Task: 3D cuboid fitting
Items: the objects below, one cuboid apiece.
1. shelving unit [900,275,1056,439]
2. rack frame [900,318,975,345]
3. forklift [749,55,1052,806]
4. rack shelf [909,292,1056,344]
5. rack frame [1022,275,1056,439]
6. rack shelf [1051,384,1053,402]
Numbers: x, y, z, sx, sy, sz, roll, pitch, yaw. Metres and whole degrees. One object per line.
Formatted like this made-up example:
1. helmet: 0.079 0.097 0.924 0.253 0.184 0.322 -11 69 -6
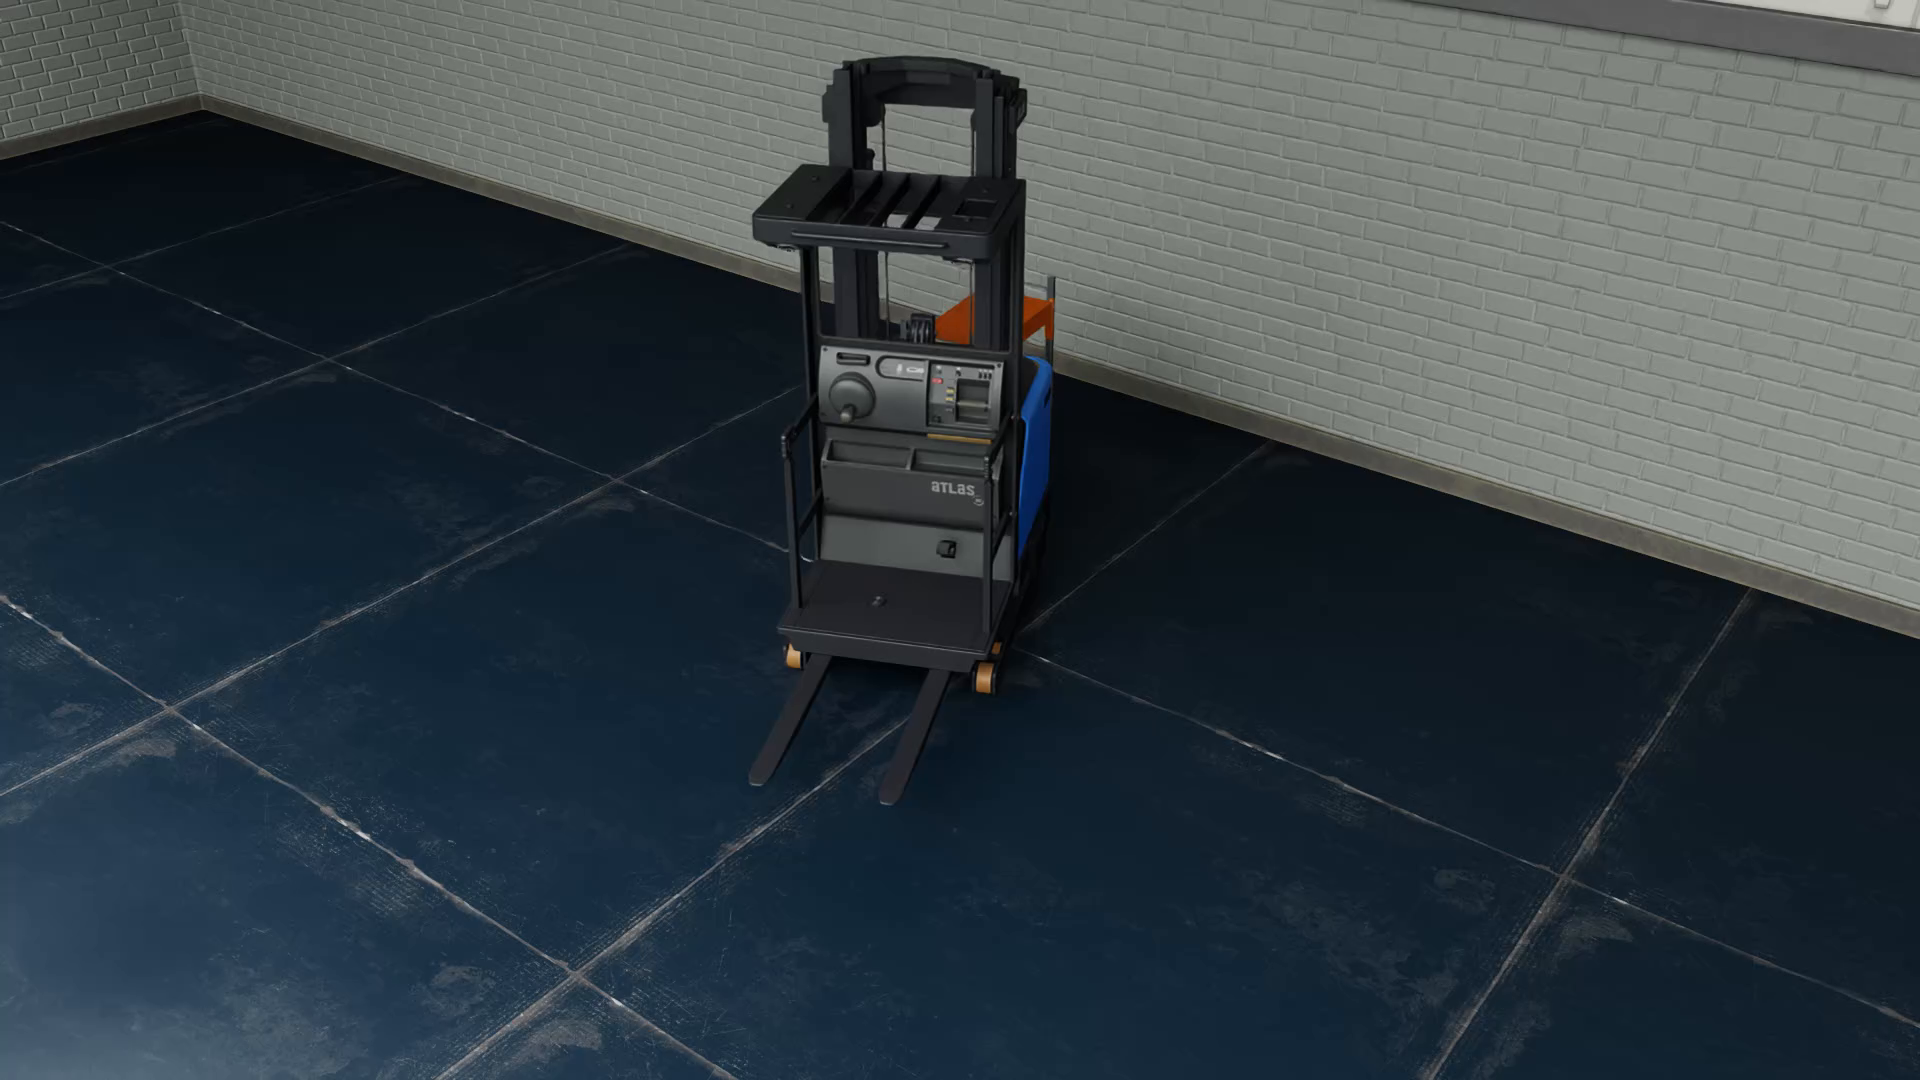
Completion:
1. shelving unit: 0.122 -0.975 10.291 0.538 1.125 1.048 16 34 24
2. rack frame: -0.123 -0.747 9.908 0.500 1.125 0.032 16 34 24
3. forklift: -0.289 -0.690 8.040 1.130 2.935 3.031 7 31 11
4. rack shelf: 0.122 -1.226 10.142 0.538 0.278 1.000 16 34 24
5. rack frame: 0.366 -1.202 10.675 0.500 1.125 0.032 16 34 24
6. rack shelf: 0.122 -0.764 10.416 0.538 0.278 1.000 16 34 24
